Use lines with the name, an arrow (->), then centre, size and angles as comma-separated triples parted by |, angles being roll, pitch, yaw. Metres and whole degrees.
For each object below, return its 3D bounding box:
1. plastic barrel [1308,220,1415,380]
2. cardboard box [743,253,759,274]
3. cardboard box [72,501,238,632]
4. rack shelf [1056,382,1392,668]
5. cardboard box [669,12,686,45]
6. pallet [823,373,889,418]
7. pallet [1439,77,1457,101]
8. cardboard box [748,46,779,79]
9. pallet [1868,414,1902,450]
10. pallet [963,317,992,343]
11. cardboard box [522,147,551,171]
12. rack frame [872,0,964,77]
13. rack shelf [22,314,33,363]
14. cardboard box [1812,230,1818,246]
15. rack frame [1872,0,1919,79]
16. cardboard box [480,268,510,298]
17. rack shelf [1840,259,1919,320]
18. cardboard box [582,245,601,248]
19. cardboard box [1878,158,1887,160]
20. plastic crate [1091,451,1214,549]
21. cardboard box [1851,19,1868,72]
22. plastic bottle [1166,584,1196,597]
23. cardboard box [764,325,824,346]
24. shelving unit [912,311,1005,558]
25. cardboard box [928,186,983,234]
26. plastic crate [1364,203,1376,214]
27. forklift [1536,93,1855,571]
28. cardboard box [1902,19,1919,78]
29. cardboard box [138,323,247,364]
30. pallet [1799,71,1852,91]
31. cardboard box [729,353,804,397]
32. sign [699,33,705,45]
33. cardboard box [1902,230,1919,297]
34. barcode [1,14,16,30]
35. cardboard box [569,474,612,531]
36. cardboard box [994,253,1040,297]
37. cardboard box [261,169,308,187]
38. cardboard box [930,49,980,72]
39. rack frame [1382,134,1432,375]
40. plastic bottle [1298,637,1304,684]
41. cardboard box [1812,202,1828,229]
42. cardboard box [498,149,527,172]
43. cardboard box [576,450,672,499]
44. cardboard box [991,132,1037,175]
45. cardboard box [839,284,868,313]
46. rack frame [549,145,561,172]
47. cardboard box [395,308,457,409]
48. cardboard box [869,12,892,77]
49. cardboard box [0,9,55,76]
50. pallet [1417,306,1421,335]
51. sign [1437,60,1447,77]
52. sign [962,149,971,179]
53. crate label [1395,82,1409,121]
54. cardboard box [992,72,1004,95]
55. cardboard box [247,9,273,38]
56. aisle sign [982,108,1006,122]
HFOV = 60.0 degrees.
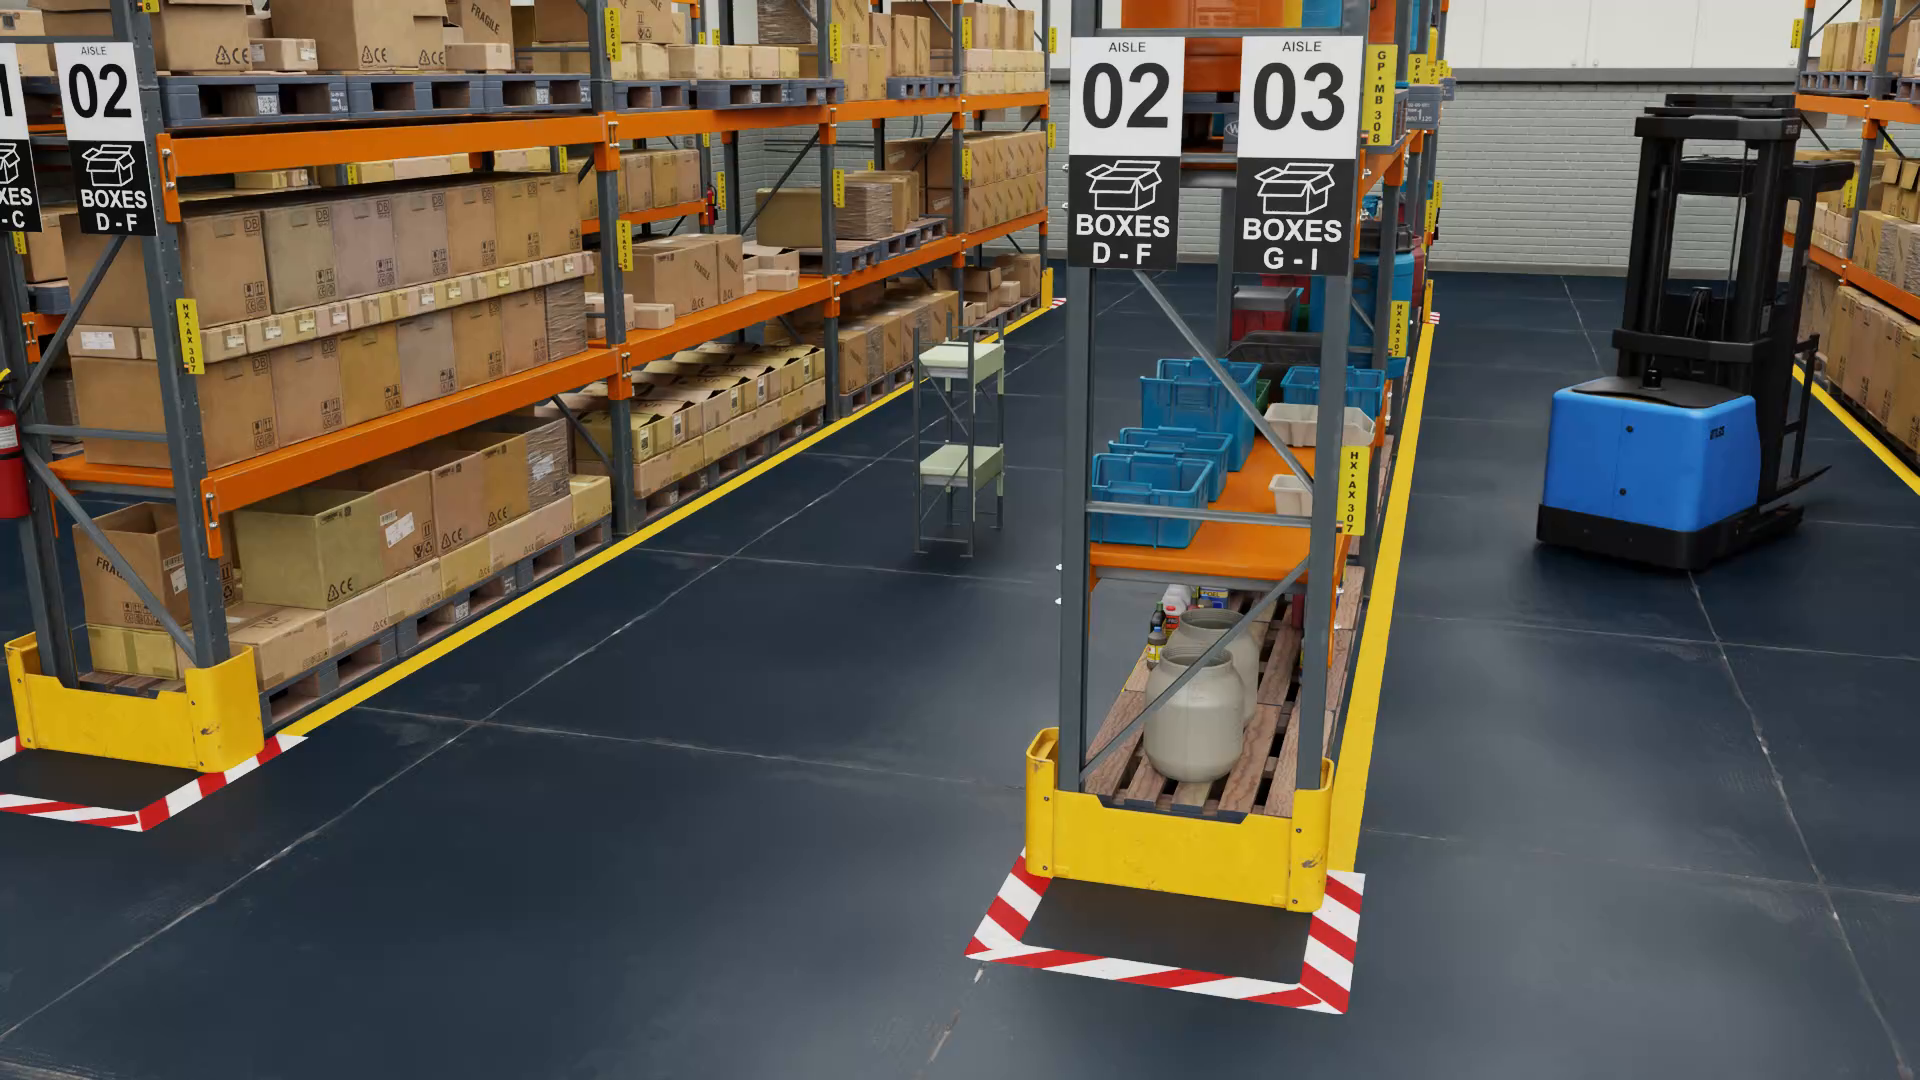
plastic barrel -> 2.416, -1.453, 10.036 | 0.600, 0.901, 0.708 | 5, 16, 16
cardboard box -> -2.036, -2.304, 14.118 | 0.500, 0.311, 0.500 | 4, 16, 15
cardboard box -> -4.002, 0.124, 8.290 | 0.500, 0.500, 0.500 | 5, 16, 16
rack shelf -> 1.447, -0.265, 8.084 | 1.077, 0.370, 4.000 | 5, 16, 16
cardboard box -> -4.019, -6.811, 22.296 | 0.500, 0.500, 0.500 | 5, 16, 16
pallet -> -1.347, -1.416, 15.936 | 1.003, 0.211, 1.213 | 5, 16, 16
pallet -> 4.160, -4.367, 16.076 | 1.213, 0.211, 1.003 | 5, 16, 16
cardboard box -> -1.802, -3.877, 13.509 | 0.500, 0.250, 0.500 | 5, 17, 17
pallet -> 8.546, -0.973, 14.375 | 1.003, 0.211, 1.213 | 5, 16, 16
pallet -> -0.263, -2.450, 19.581 | 1.003, 0.211, 1.213 | 5, 16, 16
cardboard box -> -5.097, -4.415, 19.258 | 0.500, 0.250, 0.500 | 5, 17, 17
rack frame -> -0.459, -6.498, 17.749 | 1.000, 3.000, 0.127 | 5, 16, 16
rack shelf -> -8.051, -1.033, 10.792 | 1.077, 0.370, 4.000 | 5, 16, 16
cardboard box -> 9.175, -3.163, 17.446 | 0.380, 0.149, 0.250 | 4, 16, 15
rack frame -> 9.038, -5.729, 15.037 | 1.000, 3.000, 0.127 | 5, 16, 16
cardboard box -> -2.895, -1.525, 9.838 | 0.380, 0.149, 0.250 | 5, 16, 16
rack shelf -> 8.469, -1.974, 14.109 | 1.077, 0.370, 4.000 | 5, 16, 16
cardboard box -> -4.836, -3.745, 21.658 | 0.380, 0.149, 0.250 | 5, 17, 16
cardboard box -> 9.710, -3.645, 17.038 | 0.500, 0.500, 0.500 | 4, 16, 14
plastic crate -> 0.734, -0.170, 6.705 | 0.499, 0.251, 0.616 | 5, 16, 16
cardboard box -> 9.360, -4.934, 16.595 | 0.700, 0.500, 0.500 | 6, 17, 19
plastic bottle -> 1.161, 0.317, 8.763 | 0.144, 0.351, 0.185 | 5, 17, 18
cardboard box -> -1.555, -1.838, 16.086 | 0.500, 0.500, 0.500 | 5, 17, 18
shelving unit -> -0.002, -0.720, 11.119 | 0.431, 1.500, 0.755 | 5, 16, 16
cardboard box -> -0.053, -3.772, 18.949 | 0.500, 0.500, 0.500 | 5, 17, 17
plastic crate -> 4.666, -3.838, 19.561 | 0.416, 0.233, 0.300 | 5, 16, 16
forklift -> 5.247, -1.537, 11.378 | 3.031, 2.935, 1.130 | -15, 22, -43
cardboard box -> 8.882, -4.384, 14.837 | 0.700, 0.500, 0.500 | 5, 17, 17
cardboard box -> -3.551, -0.919, 7.699 | 0.380, 0.149, 0.250 | 5, 16, 15
pallet -> 9.974, -5.095, 18.461 | 1.003, 0.211, 1.213 | 5, 16, 16
cardboard box -> -1.650, -1.422, 14.087 | 0.500, 0.311, 0.500 | 4, 16, 15
sign -> -3.557, -6.827, 22.927 | 0.100, 0.325, 0.005 | 5, 16, 16
cardboard box -> 8.095, -2.259, 13.613 | 0.500, 0.500, 0.500 | 4, 16, 14
barcode -> -4.246, -2.311, 7.420 | 0.001, 0.075, 0.075 | 5, 16, 16
cardboard box -> -2.655, -0.260, 11.019 | 0.500, 0.250, 0.500 | 5, 16, 16
cardboard box -> 0.759, -3.506, 21.969 | 0.500, 0.500, 0.500 | 5, 16, 16
cardboard box -> -6.416, -3.428, 15.740 | 0.380, 0.149, 0.250 | 2, 16, 9
cardboard box -> -0.083, -5.331, 18.491 | 0.500, 0.250, 0.500 | 5, 16, 16
rack frame -> 4.289, -3.227, 17.209 | 1.000, 3.000, 0.127 | 5, 16, 16
plastic bottle -> 1.693, 0.563, 8.040 | 0.097, 0.271, 0.097 | 0, 16, 0
cardboard box -> 9.348, -3.451, 17.729 | 0.500, 0.250, 0.500 | 4, 16, 15
cardboard box -> -5.252, -4.282, 18.789 | 0.500, 0.250, 0.500 | 5, 17, 17
cardboard box -> -2.380, -0.485, 11.810 | 0.500, 0.250, 0.500 | 4, 16, 15
cardboard box -> 0.672, -4.918, 21.155 | 0.500, 0.500, 0.500 | 5, 17, 17
cardboard box -> -1.256, -2.481, 16.981 | 0.500, 0.250, 0.500 | 4, 16, 15
rack frame -> -5.210, -3.995, 19.918 | 1.000, 3.000, 0.127 | 5, 16, 16
cardboard box -> -3.287, -1.047, 9.341 | 0.700, 0.500, 0.500 | 5, 17, 18
cardboard box -> -1.049, -4.878, 16.398 | 0.600, 0.600, 0.600 | 4, 16, 14
cardboard box -> -7.251, -3.732, 12.541 | 0.500, 0.500, 0.500 | 7, 17, 24
pallet -> 5.154, -2.719, 20.529 | 1.003, 0.211, 1.213 | 5, 16, 16
sign -> 4.816, -4.631, 16.647 | 0.100, 0.325, 0.005 | 5, 16, 16
sign -> 0.074, -4.127, 18.261 | 0.100, 0.325, 0.005 | 5, 16, 16
crate label -> 1.727, -1.923, 7.388 | 0.502, 0.251, 0.408 | 5, 16, 16
cardboard box -> 0.206, -5.352, 19.480 | 0.500, 0.250, 0.500 | 5, 16, 16
cardboard box -> -3.637, -2.609, 8.672 | 0.500, 0.311, 0.500 | 7, 17, 22
aisle sign -> 0.415, -5.950, 22.045 | 0.394, 0.787, 0.004 | 5, 16, 16
